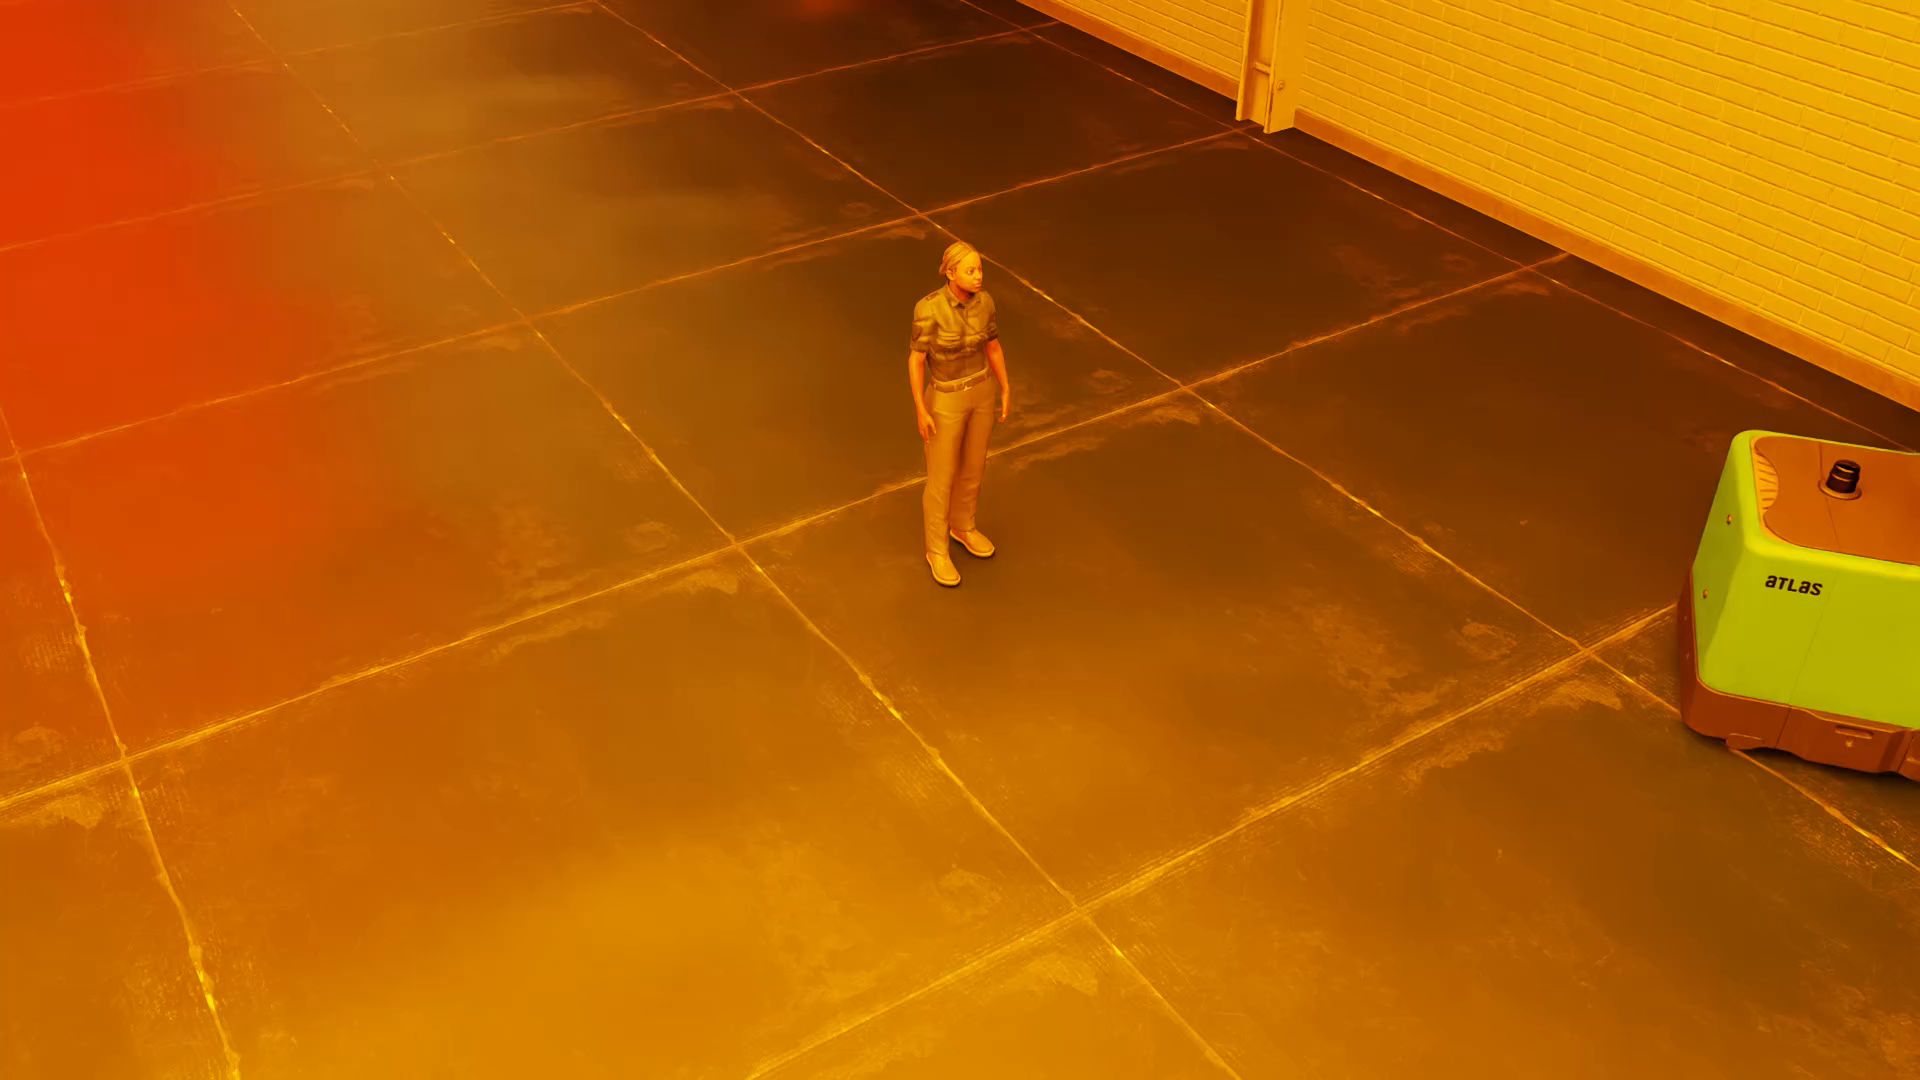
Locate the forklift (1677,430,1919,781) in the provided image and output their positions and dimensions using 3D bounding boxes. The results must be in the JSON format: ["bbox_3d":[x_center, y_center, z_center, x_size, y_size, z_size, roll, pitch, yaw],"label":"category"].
[{"bbox_3d":[4.806,-0.312,6.592,3.031,2.935,1.130,11,36,15],"label":"forklift"}]

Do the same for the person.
[{"bbox_3d":[0.031,-0.634,8.148,0.569,1.654,0.504,-21,40,-27],"label":"person"}]
